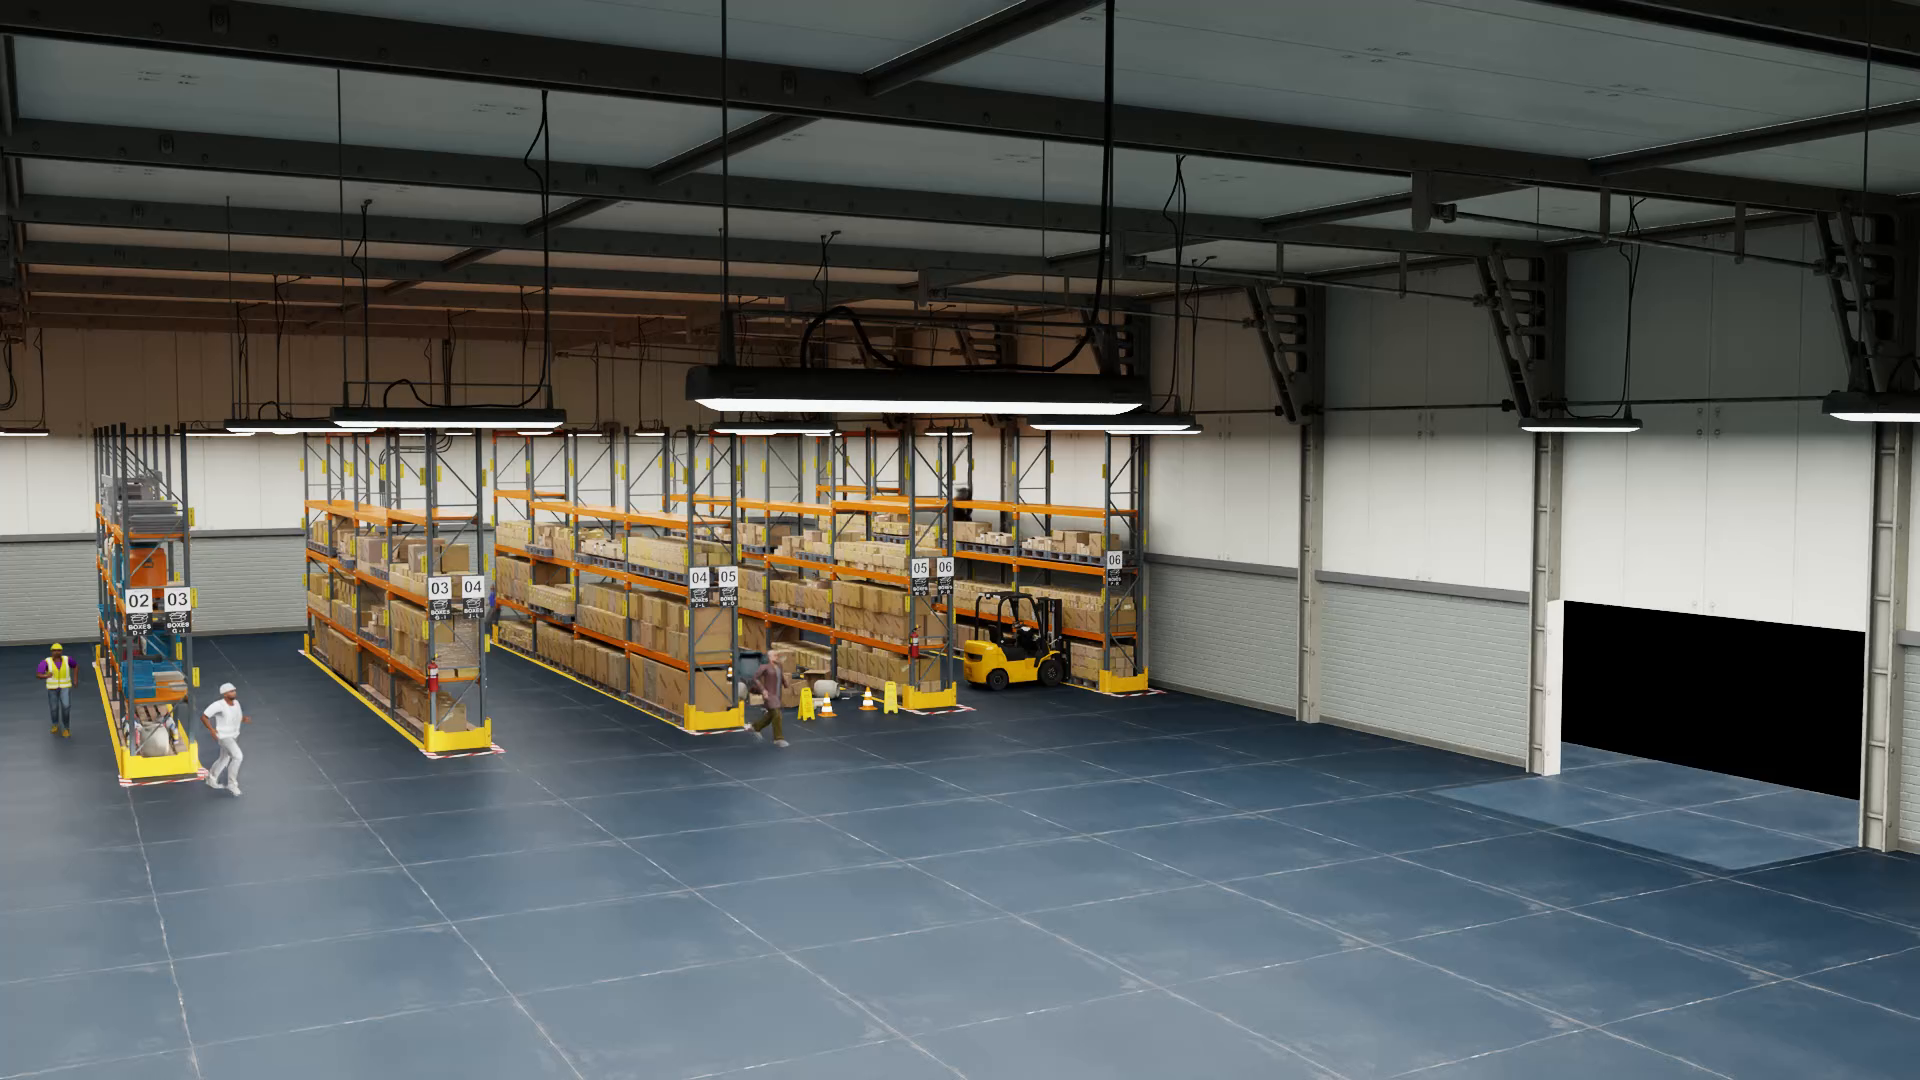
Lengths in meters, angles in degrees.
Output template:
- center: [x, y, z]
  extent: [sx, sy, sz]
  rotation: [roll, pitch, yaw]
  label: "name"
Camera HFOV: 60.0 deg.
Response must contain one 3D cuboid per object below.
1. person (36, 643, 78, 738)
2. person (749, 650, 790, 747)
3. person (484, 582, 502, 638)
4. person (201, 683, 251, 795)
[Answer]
- center: [-17.386, 2.895, 32.045]
  extent: [0.720, 1.834, 0.787]
  rotation: [-2, 4, -31]
  label: "person"
- center: [-3.536, 2.934, 31.091]
  extent: [0.945, 1.788, 0.706]
  rotation: [2, 4, 30]
  label: "person"
- center: [-13.419, 2.026, 47.922]
  extent: [0.531, 1.615, 0.630]
  rotation: [-2, 4, -30]
  label: "person"
- center: [-11.876, 3.219, 26.913]
  extent: [0.770, 1.827, 0.681]
  rotation: [0, 3, 7]
  label: "person"
